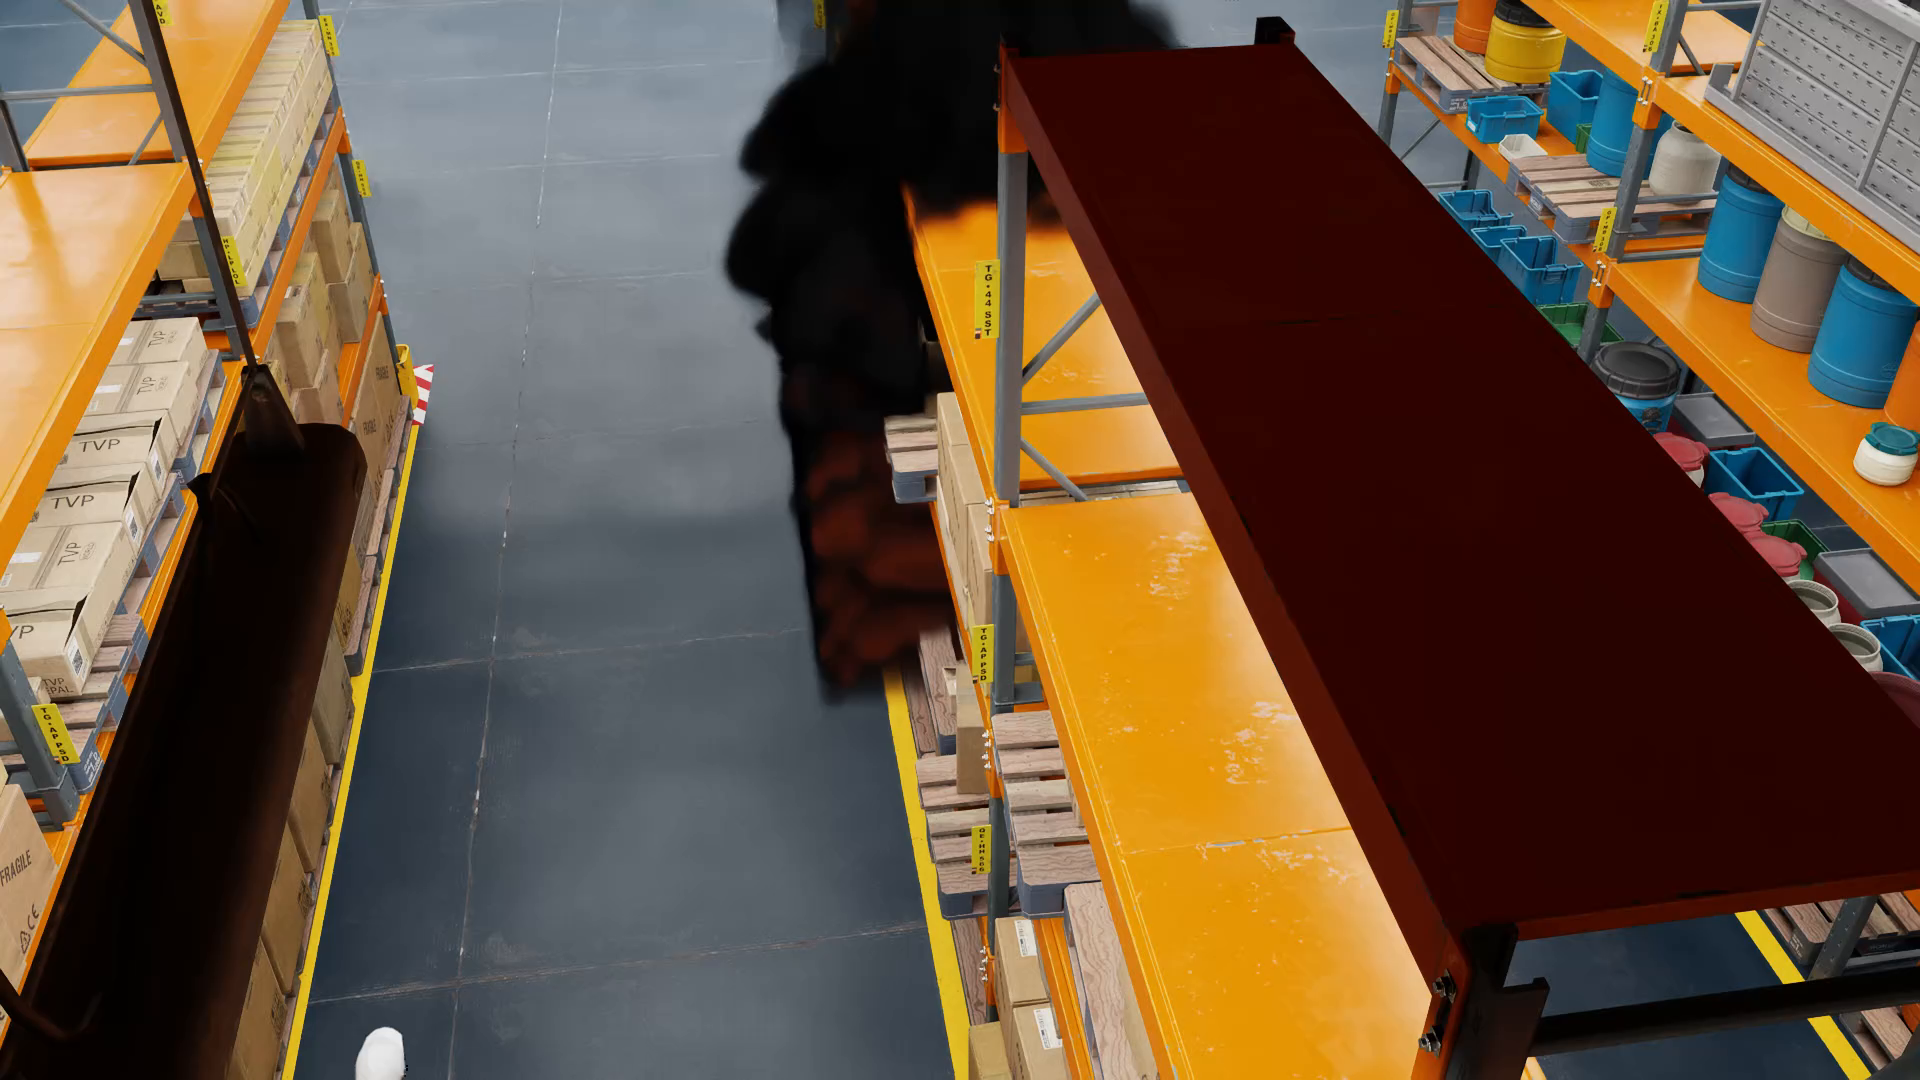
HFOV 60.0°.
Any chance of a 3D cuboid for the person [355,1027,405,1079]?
[{"bbox_3d":[-2.477,2.887,7.580,0.642,1.869,0.724,-6,37,-8],"label":"person"}]
